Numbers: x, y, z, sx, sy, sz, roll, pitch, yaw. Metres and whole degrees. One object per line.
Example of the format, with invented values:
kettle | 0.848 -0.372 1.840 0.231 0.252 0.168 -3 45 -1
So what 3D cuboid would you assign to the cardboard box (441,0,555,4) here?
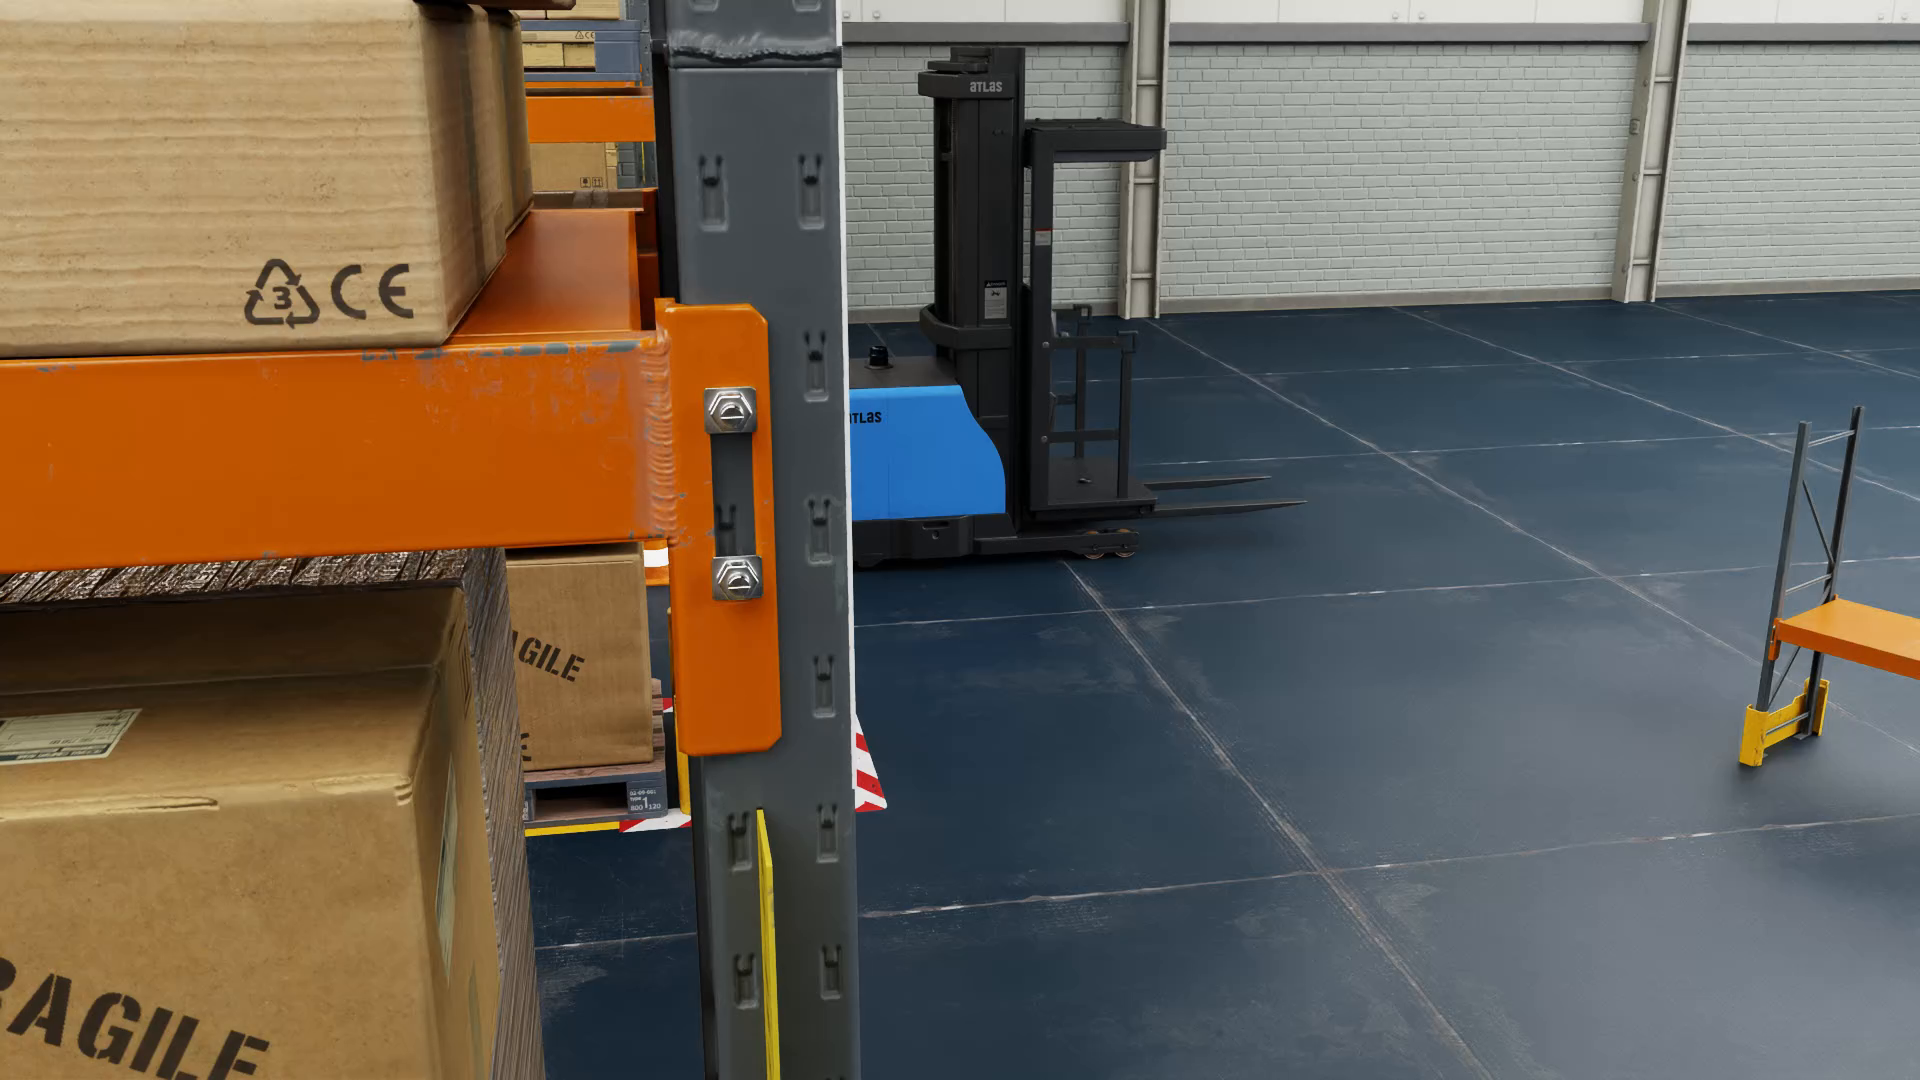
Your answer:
cardboard box | -0.459 -0.508 1.324 0.250 0.149 0.380 -3 17 -10

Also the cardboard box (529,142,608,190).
cardboard box | -2.585 -2.494 10.943 0.500 0.500 0.700 -4 17 -12

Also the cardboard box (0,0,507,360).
cardboard box | -0.670 -0.323 1.400 0.500 0.250 0.500 -3 17 -9

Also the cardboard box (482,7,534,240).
cardboard box | -0.767 -0.470 1.881 0.500 0.250 0.500 -3 17 -9

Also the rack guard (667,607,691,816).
rack guard | -1.063 0.698 7.189 0.348 0.500 1.175 -3 17 -10

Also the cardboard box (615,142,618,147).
cardboard box | -3.441 -3.891 16.090 0.250 0.149 0.380 -4 17 -12

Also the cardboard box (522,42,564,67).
cardboard box | -2.661 -3.107 10.639 0.250 0.149 0.380 -3 17 -10

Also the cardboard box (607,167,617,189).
cardboard box | -3.504 -3.293 15.753 0.500 0.500 0.500 -4 17 -12

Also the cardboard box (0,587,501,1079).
cardboard box | -0.738 0.373 1.607 0.500 0.500 0.500 -3 17 -10

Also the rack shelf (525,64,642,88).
rack shelf | -4.089 -2.896 10.748 4.000 0.370 1.077 -3 17 -10

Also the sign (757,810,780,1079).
sign | -0.160 0.396 1.403 0.005 0.325 0.100 -3 17 -10

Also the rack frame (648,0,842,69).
rack frame | -0.245 -1.928 1.263 0.127 3.000 1.000 -3 17 -10

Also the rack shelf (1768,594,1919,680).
rack shelf | 3.929 0.487 6.784 0.538 0.185 1.000 -13 21 -36

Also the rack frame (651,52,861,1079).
rack frame | -0.245 0.939 2.144 0.127 3.000 1.000 -3 17 -10

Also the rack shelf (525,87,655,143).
rack shelf | -3.051 -1.475 6.120 4.000 0.370 1.077 -3 17 -10

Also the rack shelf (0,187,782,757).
rack shelf | -2.209 -0.039 1.447 4.000 0.370 1.077 -3 17 -10

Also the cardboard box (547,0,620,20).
cardboard box | -1.349 -1.942 5.960 0.250 0.149 0.380 -3 17 -11

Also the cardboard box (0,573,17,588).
cardboard box | -1.329 0.249 2.011 0.500 0.500 0.500 -3 17 -10

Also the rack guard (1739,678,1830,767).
rack guard | 3.621 0.795 7.299 0.587 0.250 0.087 -13 21 -36

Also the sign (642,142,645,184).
sign | -2.040 -2.461 10.704 0.005 0.325 0.100 -3 17 -10

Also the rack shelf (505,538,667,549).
rack shelf | -3.051 -0.041 6.561 4.000 0.370 1.077 -3 17 -10

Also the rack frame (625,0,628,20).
rack frame | -3.071 -6.216 15.223 0.127 3.000 1.000 -3 17 -10

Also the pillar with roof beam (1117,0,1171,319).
pillar with roof beam | 2.783 -5.530 12.990 0.400 9.000 9.100 -3 17 -10

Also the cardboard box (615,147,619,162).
cardboard box | -3.453 -3.762 16.176 0.250 0.149 0.380 -4 17 -12

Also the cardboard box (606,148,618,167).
cardboard box | -3.358 -3.606 15.668 0.250 0.149 0.380 -3 17 -10

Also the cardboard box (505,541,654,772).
cardboard box | -1.740 0.376 6.883 0.875 0.875 0.875 -3 17 -10

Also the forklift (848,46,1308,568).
forklift | 0.612 -1.436 9.996 3.031 2.935 1.130 -3 17 -11

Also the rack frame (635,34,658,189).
rack frame | -2.125 -1.917 11.445 0.127 3.000 1.000 -3 17 -10

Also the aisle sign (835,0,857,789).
aisle sign | -0.128 -0.220 1.492 0.004 0.787 0.394 -3 17 -10

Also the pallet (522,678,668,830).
pallet | -1.857 0.904 7.009 1.213 0.211 1.003 -3 17 -10

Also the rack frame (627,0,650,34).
rack frame | -2.125 -4.785 10.565 0.127 3.000 1.000 -3 17 -10

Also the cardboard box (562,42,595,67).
cardboard box | -2.423 -3.131 10.715 0.250 0.149 0.380 -3 17 -10

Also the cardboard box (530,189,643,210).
cardboard box | -1.459 -1.074 6.606 0.550 0.550 0.875 -3 17 -10

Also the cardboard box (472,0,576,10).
cardboard box | -0.560 -0.665 1.834 0.250 0.149 0.380 -3 17 -11

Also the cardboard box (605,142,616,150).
cardboard box | -3.382 -3.767 15.687 0.250 0.149 0.380 -3 17 -10

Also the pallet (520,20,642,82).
pallet | -1.813 -1.843 6.246 1.213 0.211 1.003 -3 17 -10

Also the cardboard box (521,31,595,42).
cardboard box | -2.577 -3.316 10.638 0.500 0.250 0.500 -3 17 -11

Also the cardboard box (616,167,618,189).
cardboard box | -3.610 -3.448 16.260 0.500 0.500 0.500 -3 17 -9

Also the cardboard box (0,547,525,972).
cardboard box | -0.837 0.224 2.095 0.500 0.500 0.500 -3 17 -10

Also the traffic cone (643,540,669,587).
traffic cone | -1.758 -0.008 9.549 0.334 0.463 0.336 -3 17 -10

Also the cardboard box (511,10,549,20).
cardboard box | -1.597 -1.928 5.915 0.250 0.149 0.380 -3 17 -10

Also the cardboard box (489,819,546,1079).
cardboard box | -0.791 0.772 2.012 0.500 0.500 0.875 -3 17 -10

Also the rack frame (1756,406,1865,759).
rack frame | 3.620 0.197 7.117 0.500 1.500 0.032 -13 21 -36

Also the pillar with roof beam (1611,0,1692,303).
pillar with roof beam | 8.674 -5.864 14.078 0.400 9.000 9.100 -3 17 -10

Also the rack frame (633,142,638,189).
rack frame | -3.071 -3.348 16.104 0.127 3.000 1.000 -3 17 -10

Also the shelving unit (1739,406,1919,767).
shelving unit | 3.924 0.313 6.738 0.587 1.500 1.083 -13 21 -36
